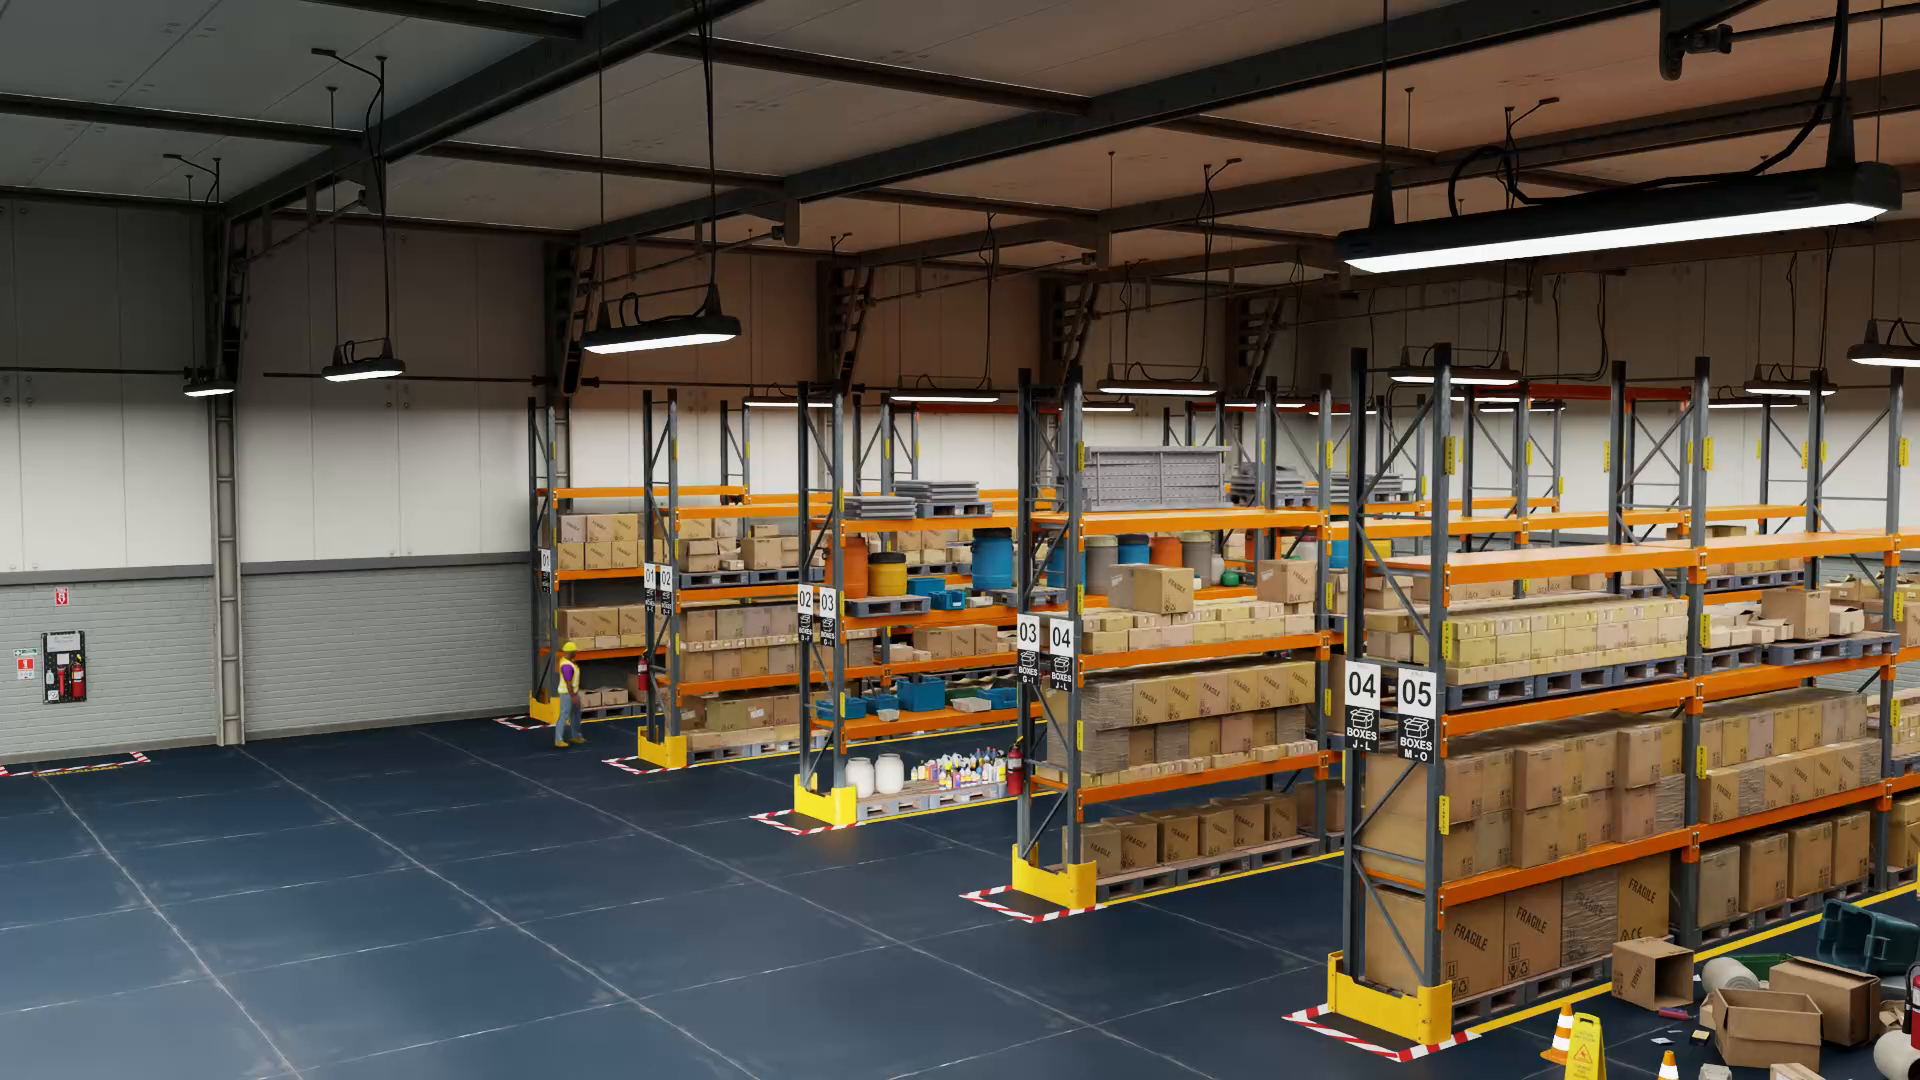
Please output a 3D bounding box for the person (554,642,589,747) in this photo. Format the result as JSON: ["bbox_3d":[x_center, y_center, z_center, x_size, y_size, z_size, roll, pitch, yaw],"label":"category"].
[{"bbox_3d":[-6.627,2.629,28.279,0.494,1.804,0.687,0,3,1],"label":"person"}]
